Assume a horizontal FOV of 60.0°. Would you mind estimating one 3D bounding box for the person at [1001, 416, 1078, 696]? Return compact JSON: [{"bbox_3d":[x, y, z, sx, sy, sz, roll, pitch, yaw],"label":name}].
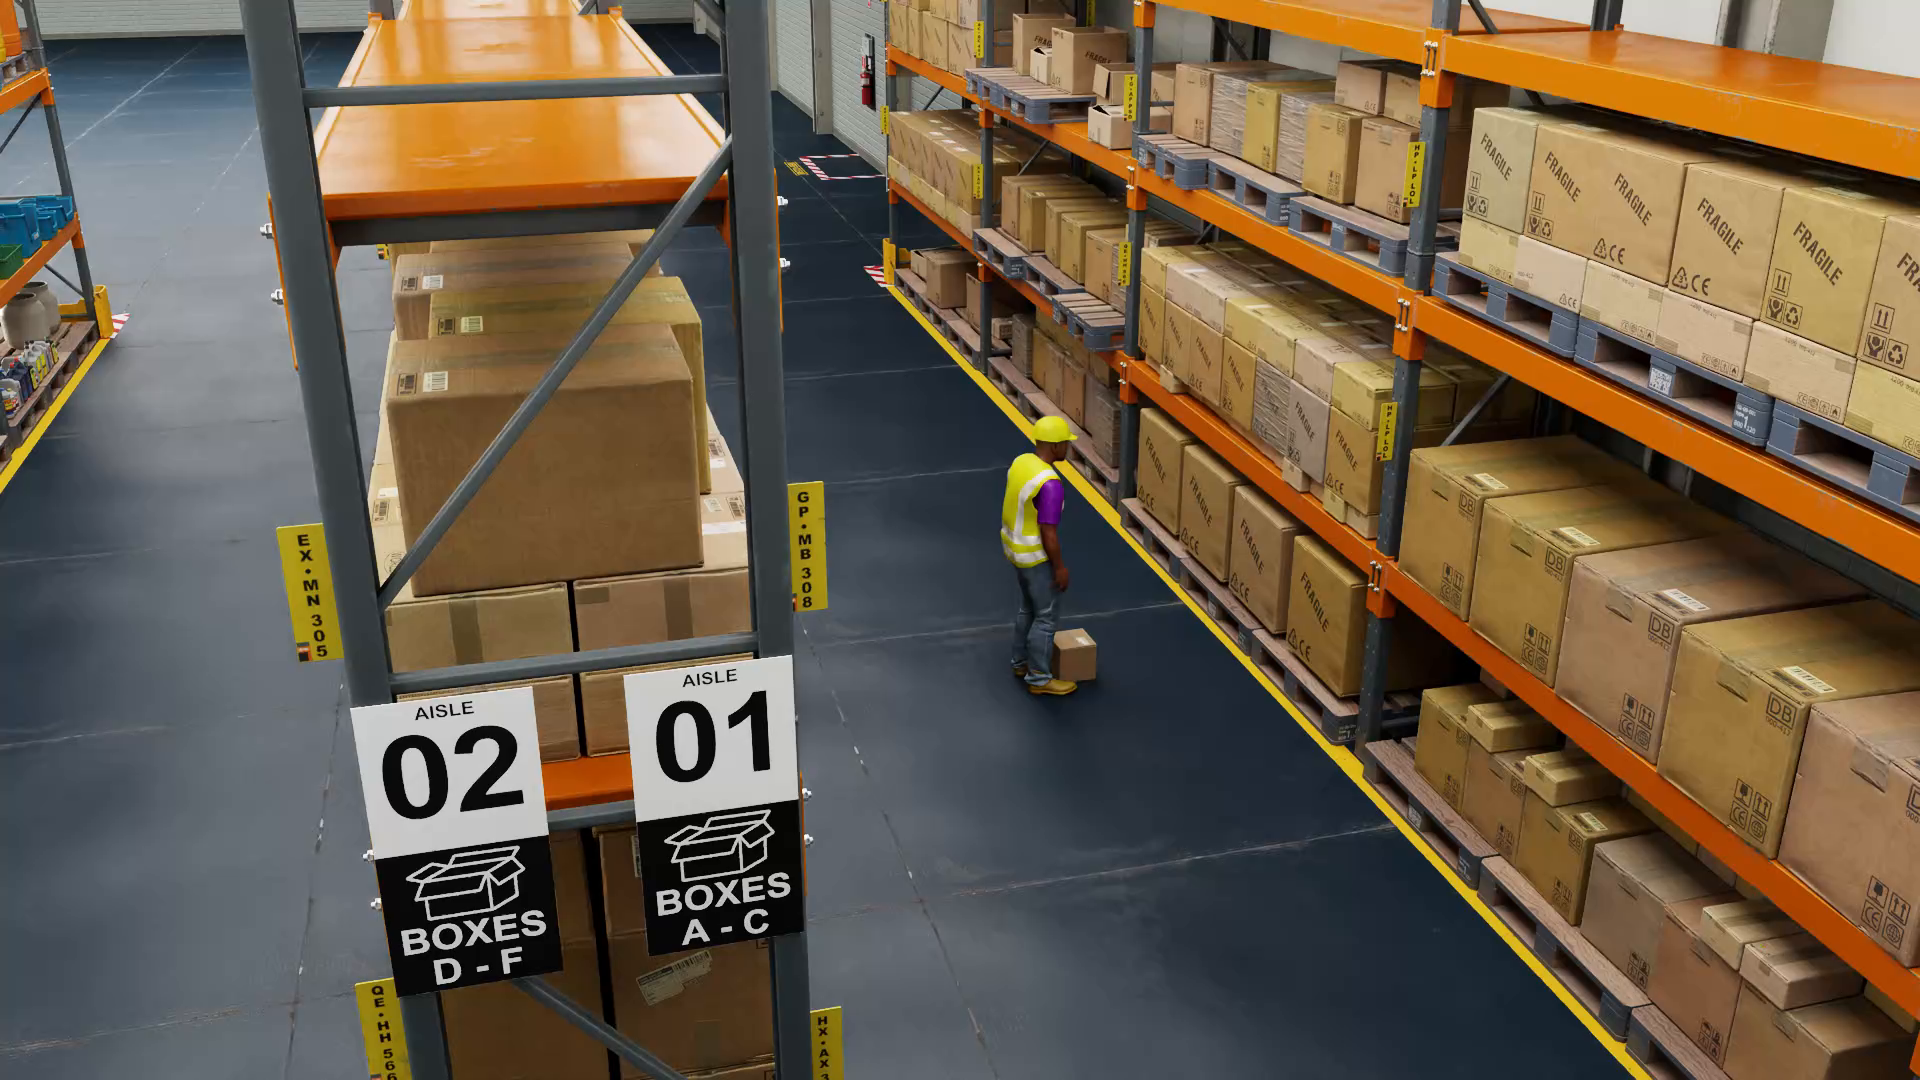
[{"bbox_3d":[0.504,0.079,10.383,0.458,1.761,0.638,-7,24,-16],"label":"person"}]
